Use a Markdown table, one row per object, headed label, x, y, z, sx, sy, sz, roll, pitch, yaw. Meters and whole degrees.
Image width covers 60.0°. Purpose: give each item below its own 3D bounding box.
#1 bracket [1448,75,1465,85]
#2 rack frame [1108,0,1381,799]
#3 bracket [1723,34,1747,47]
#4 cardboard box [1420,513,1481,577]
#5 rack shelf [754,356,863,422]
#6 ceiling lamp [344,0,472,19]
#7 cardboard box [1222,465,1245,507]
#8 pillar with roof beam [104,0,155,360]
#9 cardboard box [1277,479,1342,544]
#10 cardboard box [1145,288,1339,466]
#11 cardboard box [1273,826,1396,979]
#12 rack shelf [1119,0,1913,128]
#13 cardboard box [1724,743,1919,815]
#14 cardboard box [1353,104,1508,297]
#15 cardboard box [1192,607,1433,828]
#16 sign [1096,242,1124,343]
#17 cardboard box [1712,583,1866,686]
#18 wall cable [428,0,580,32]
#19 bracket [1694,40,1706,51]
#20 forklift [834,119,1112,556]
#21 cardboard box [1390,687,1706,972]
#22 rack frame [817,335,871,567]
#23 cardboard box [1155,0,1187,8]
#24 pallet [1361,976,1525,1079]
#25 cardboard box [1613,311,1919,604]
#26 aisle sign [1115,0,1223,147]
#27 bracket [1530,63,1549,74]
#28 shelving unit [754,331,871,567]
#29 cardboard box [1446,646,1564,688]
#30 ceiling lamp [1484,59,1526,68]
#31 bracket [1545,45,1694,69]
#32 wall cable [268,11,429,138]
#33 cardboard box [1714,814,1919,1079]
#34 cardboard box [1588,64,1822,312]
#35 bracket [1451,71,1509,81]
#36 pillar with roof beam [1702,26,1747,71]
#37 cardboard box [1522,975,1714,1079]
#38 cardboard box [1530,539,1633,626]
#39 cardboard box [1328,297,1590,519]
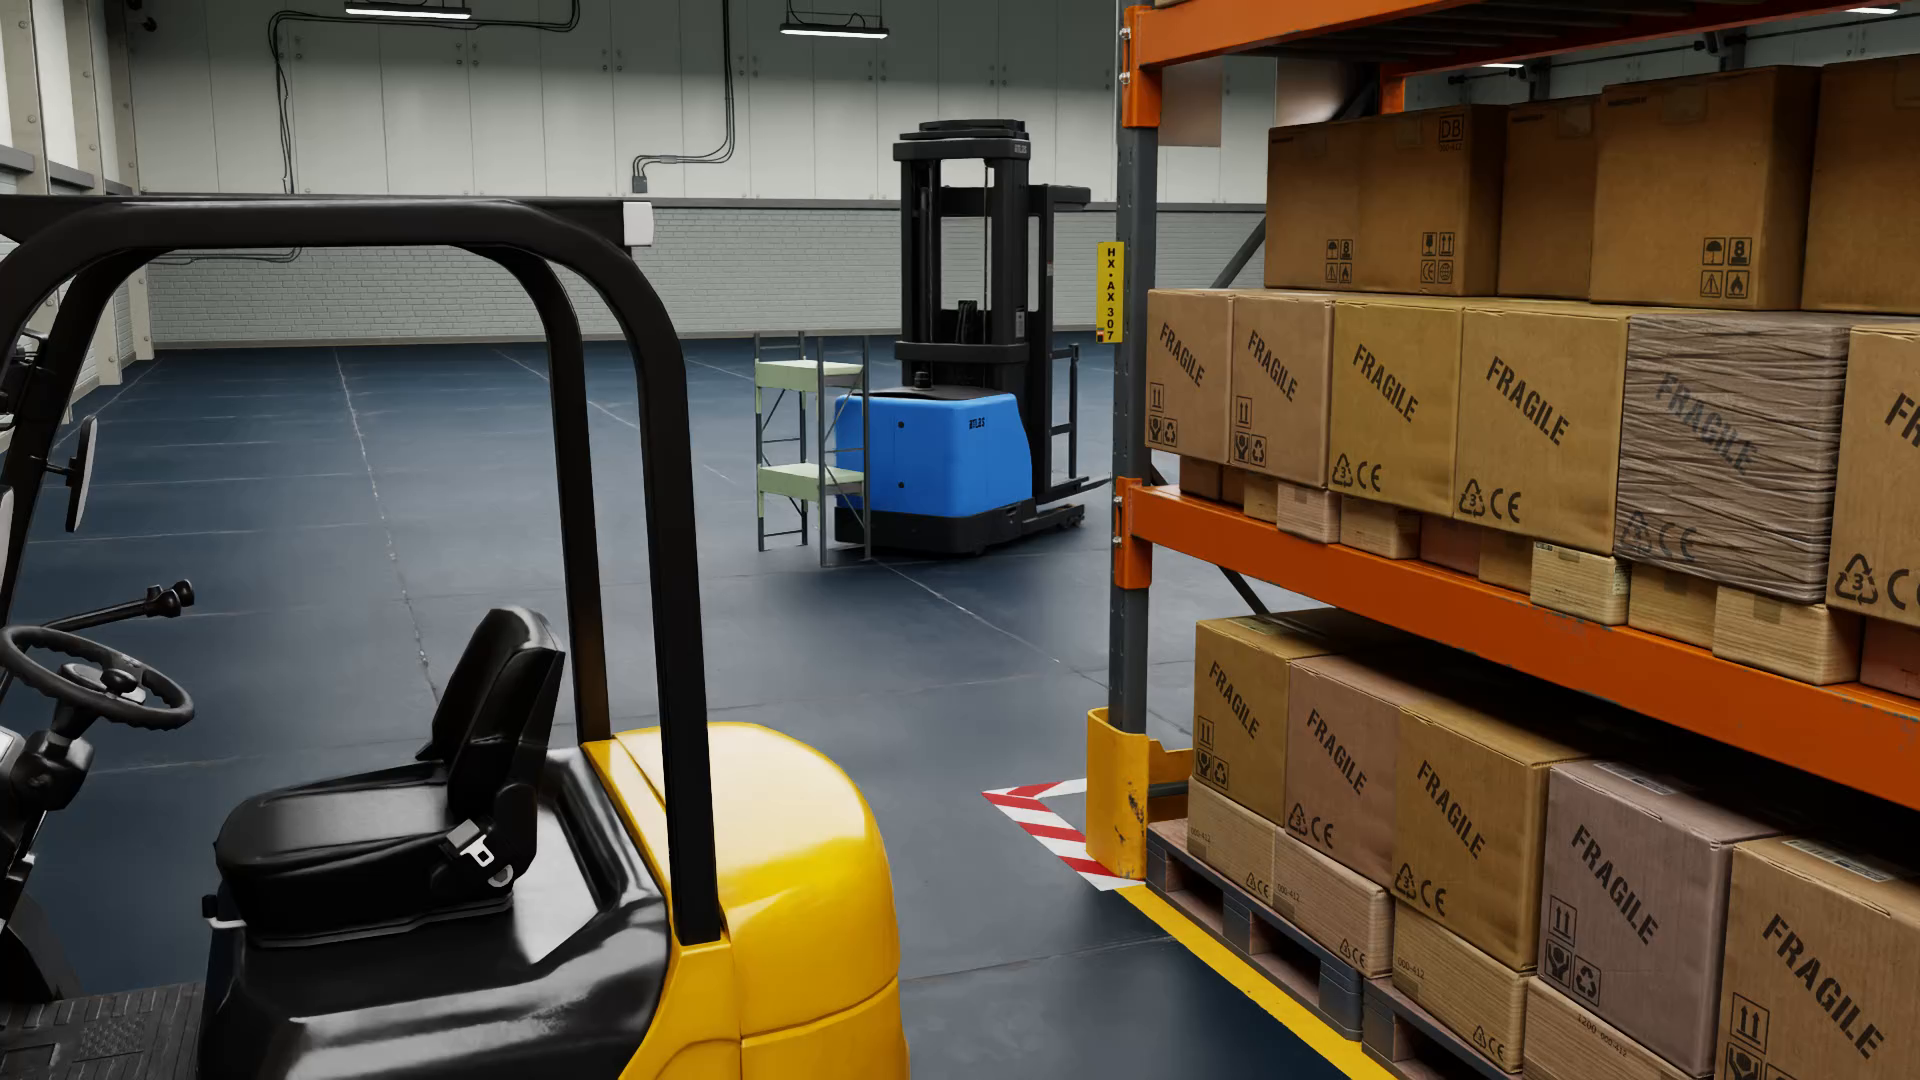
| label | x | y | z | sx | sy | sz | roll | pitch | yaw |
| --- | --- | --- | --- | --- | --- | --- | --- | --- | --- |
| bracket | 12.934 | -11.985 | 43.322 | 0.235 | 0.232 | 0.430 | -4 | 11 | -21 |
| rack frame | 0.999 | -0.417 | 5.701 | 1.000 | 3.000 | 0.127 | -4 | 11 | -21 |
| bracket | 16.268 | -10.483 | 34.880 | 0.235 | 0.232 | 0.430 | -4 | 11 | -21 |
| cardboard box | 1.381 | -0.013 | 4.143 | 0.380 | 0.149 | 0.250 | -4 | 11 | -19 |
| rack shelf | -0.997 | -1.017 | 11.128 | 0.431 | 0.370 | 0.720 | -8 | 13 | -40 |
| ceiling lamp | -9.258 | -10.326 | 27.608 | 2.000 | 3.185 | 0.800 | -4 | 11 | -21 |
| cardboard box | 1.034 | -0.185 | 5.111 | 0.380 | 0.149 | 0.250 | -4 | 11 | -20 |
| pillar with roof beam | -11.072 | -8.055 | 31.506 | 9.100 | 9.000 | 0.548 | -4 | 11 | -21 |
| cardboard box | 1.104 | -0.092 | 4.590 | 0.380 | 0.149 | 0.250 | -4 | 11 | -20 |
| cardboard box | 0.912 | -0.518 | 5.133 | 0.500 | 0.500 | 0.500 | -4 | 11 | -22 |
| cardboard box | 1.212 | 0.963 | 4.596 | 0.500 | 0.250 | 0.500 | -3 | 11 | -19 |
| rack shelf | 1.724 | -1.214 | 3.666 | 1.077 | 0.370 | 4.000 | -4 | 11 | -21 |
| cardboard box | 2.095 | 0.729 | 3.770 | 0.500 | 0.500 | 0.500 | -3 | 11 | -18 |
| cardboard box | 1.564 | -0.953 | 4.721 | 0.700 | 0.500 | 0.500 | -4 | 11 | -20 |
| cardboard box | 1.043 | 0.513 | 4.979 | 0.500 | 0.500 | 0.500 | -4 | 11 | -23 |
| sign | 0.494 | -0.809 | 5.432 | 0.100 | 0.325 | 0.005 | -4 | 11 | -21 |
| cardboard box | 1.677 | 0.160 | 3.170 | 0.380 | 0.149 | 0.250 | -4 | 11 | -22 |
| wall cable | -9.514 | -11.911 | 34.646 | 3.097 | 2.526 | 0.112 | -4 | 11 | -21 |
| bracket | 15.967 | -10.618 | 35.642 | 0.235 | 0.232 | 0.430 | -4 | 11 | -21 |
| forklift | 0.283 | -1.554 | 12.285 | 1.130 | 2.935 | 3.031 | 5 | 11 | 28 |
| cardboard box | 1.411 | 0.681 | 4.038 | 0.500 | 0.500 | 0.500 | -4 | 11 | -20 |
| rack frame | -0.760 | -0.584 | 10.922 | 0.400 | 1.500 | 0.023 | -8 | 13 | -40 |
| cardboard box | 0.817 | -1.696 | 5.041 | 0.380 | 0.149 | 0.250 | -4 | 11 | -21 |
| pallet | 1.727 | 1.302 | 4.000 | 1.003 | 0.211 | 1.213 | -4 | 11 | -21 |
| cardboard box | 1.671 | -0.185 | 3.260 | 0.500 | 0.500 | 0.500 | -4 | 11 | -19 |
| aisle sign | 0.688 | -1.688 | 5.420 | 0.394 | 0.787 | 0.004 | -4 | 11 | -21 |
| bracket | 14.094 | -11.462 | 40.386 | 0.235 | 0.232 | 0.430 | -4 | 11 | -21 |
| shelving unit | -0.997 | -0.633 | 11.196 | 0.431 | 1.500 | 0.755 | -8 | 13 | -40 |
| cardboard box | 1.725 | 0.560 | 4.720 | 0.500 | 0.500 | 0.500 | -3 | 11 | -19 |
| ceiling lamp | 11.051 | -11.709 | 35.382 | 2.000 | 3.185 | 0.800 | -4 | 11 | -21 |
| bracket | 15.028 | -11.042 | 38.022 | 0.076 | 0.066 | 4.783 | -4 | 11 | -21 |
| wall cable | -12.398 | -9.476 | 33.940 | 3.097 | 2.526 | 0.112 | -4 | 11 | -21 |
| cardboard box | 1.798 | 0.851 | 3.083 | 0.500 | 0.500 | 0.500 | -4 | 11 | -20 |
| cardboard box | 1.896 | -0.786 | 3.783 | 0.700 | 0.500 | 0.500 | -4 | 11 | -21 |
| bracket | 13.148 | -11.888 | 42.780 | 0.076 | 0.066 | 3.189 | -4 | 11 | -21 |
| pillar with roof beam | 12.436 | -8.528 | 34.167 | 9.100 | 9.000 | 0.548 | -4 | 11 | -21 |
| cardboard box | 1.602 | 1.134 | 3.635 | 0.500 | 0.250 | 0.500 | -4 | 11 | -20 |
| cardboard box | 1.485 | 0.077 | 3.639 | 0.380 | 0.149 | 0.250 | -4 | 11 | -20 |
| cardboard box | 1.289 | -0.351 | 4.192 | 0.500 | 0.500 | 0.500 | -4 | 11 | -22 |
